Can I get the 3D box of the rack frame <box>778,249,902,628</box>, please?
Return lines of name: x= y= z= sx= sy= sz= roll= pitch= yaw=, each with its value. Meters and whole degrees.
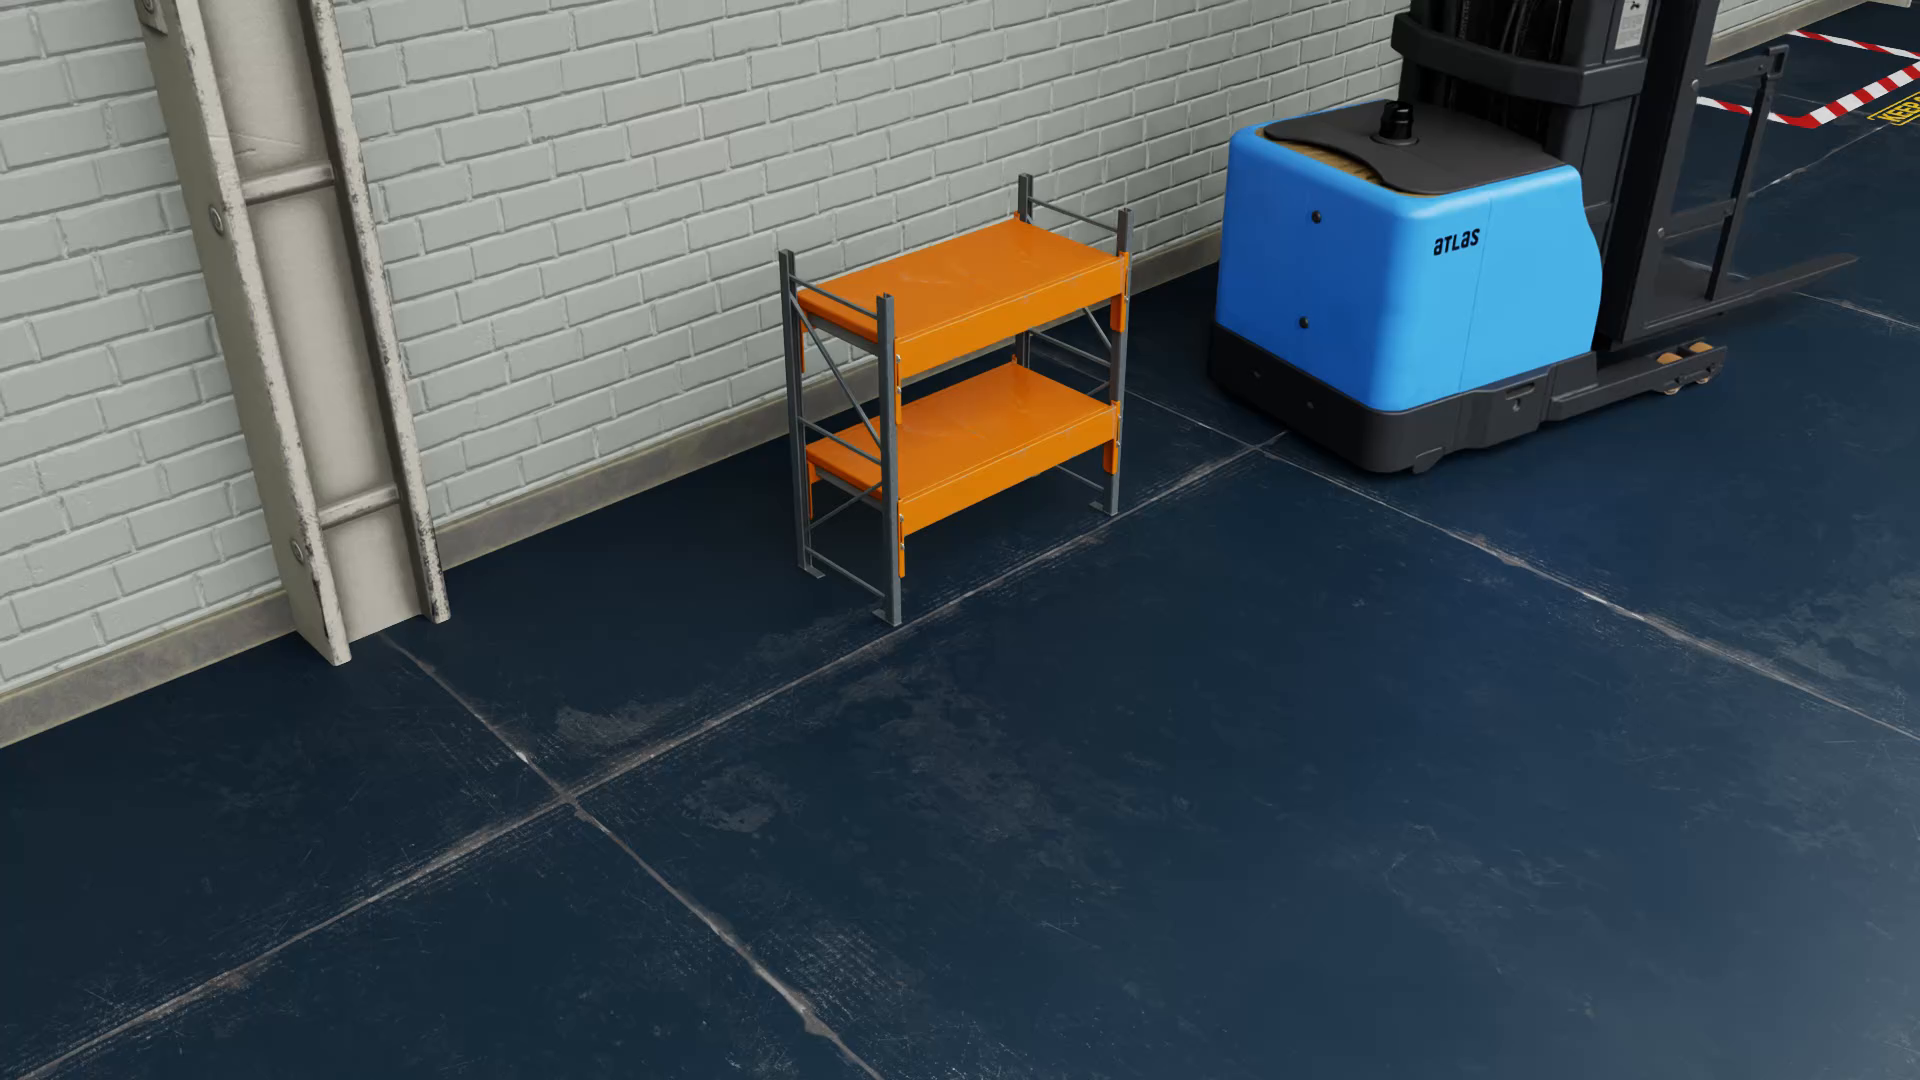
rack frame: x=-0.368 y=-0.302 z=5.166 sx=0.032 sy=1.125 sz=0.500 roll=-26 pitch=40 yaw=-35

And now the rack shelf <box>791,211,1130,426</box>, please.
rack shelf: x=0.005 y=-0.732 z=5.308 sx=1.000 sy=0.278 sz=0.538 roll=-26 pitch=40 yaw=-35

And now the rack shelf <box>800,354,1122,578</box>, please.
rack shelf: x=0.005 y=-0.274 z=5.588 sx=1.000 sy=0.278 sz=0.538 roll=-26 pitch=40 yaw=-35

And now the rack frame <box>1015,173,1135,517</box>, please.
rack frame: x=0.378 y=-0.663 z=5.755 sx=0.032 sy=1.125 sz=0.500 roll=-26 pitch=40 yaw=-35

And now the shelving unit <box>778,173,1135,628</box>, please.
shelving unit: x=0.005 y=-0.482 z=5.460 sx=1.048 sy=1.125 sz=0.538 roll=-26 pitch=40 yaw=-35

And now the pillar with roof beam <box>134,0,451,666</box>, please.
pillar with roof beam: x=1.045 y=-1.932 z=0.284 sx=0.400 sy=9.000 sz=9.100 roll=-26 pitch=40 yaw=-35

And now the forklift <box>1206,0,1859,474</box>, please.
forklift: x=2.521 y=-2.053 z=6.298 sx=3.031 sy=2.935 sz=1.130 roll=-18 pitch=36 yaw=-26
